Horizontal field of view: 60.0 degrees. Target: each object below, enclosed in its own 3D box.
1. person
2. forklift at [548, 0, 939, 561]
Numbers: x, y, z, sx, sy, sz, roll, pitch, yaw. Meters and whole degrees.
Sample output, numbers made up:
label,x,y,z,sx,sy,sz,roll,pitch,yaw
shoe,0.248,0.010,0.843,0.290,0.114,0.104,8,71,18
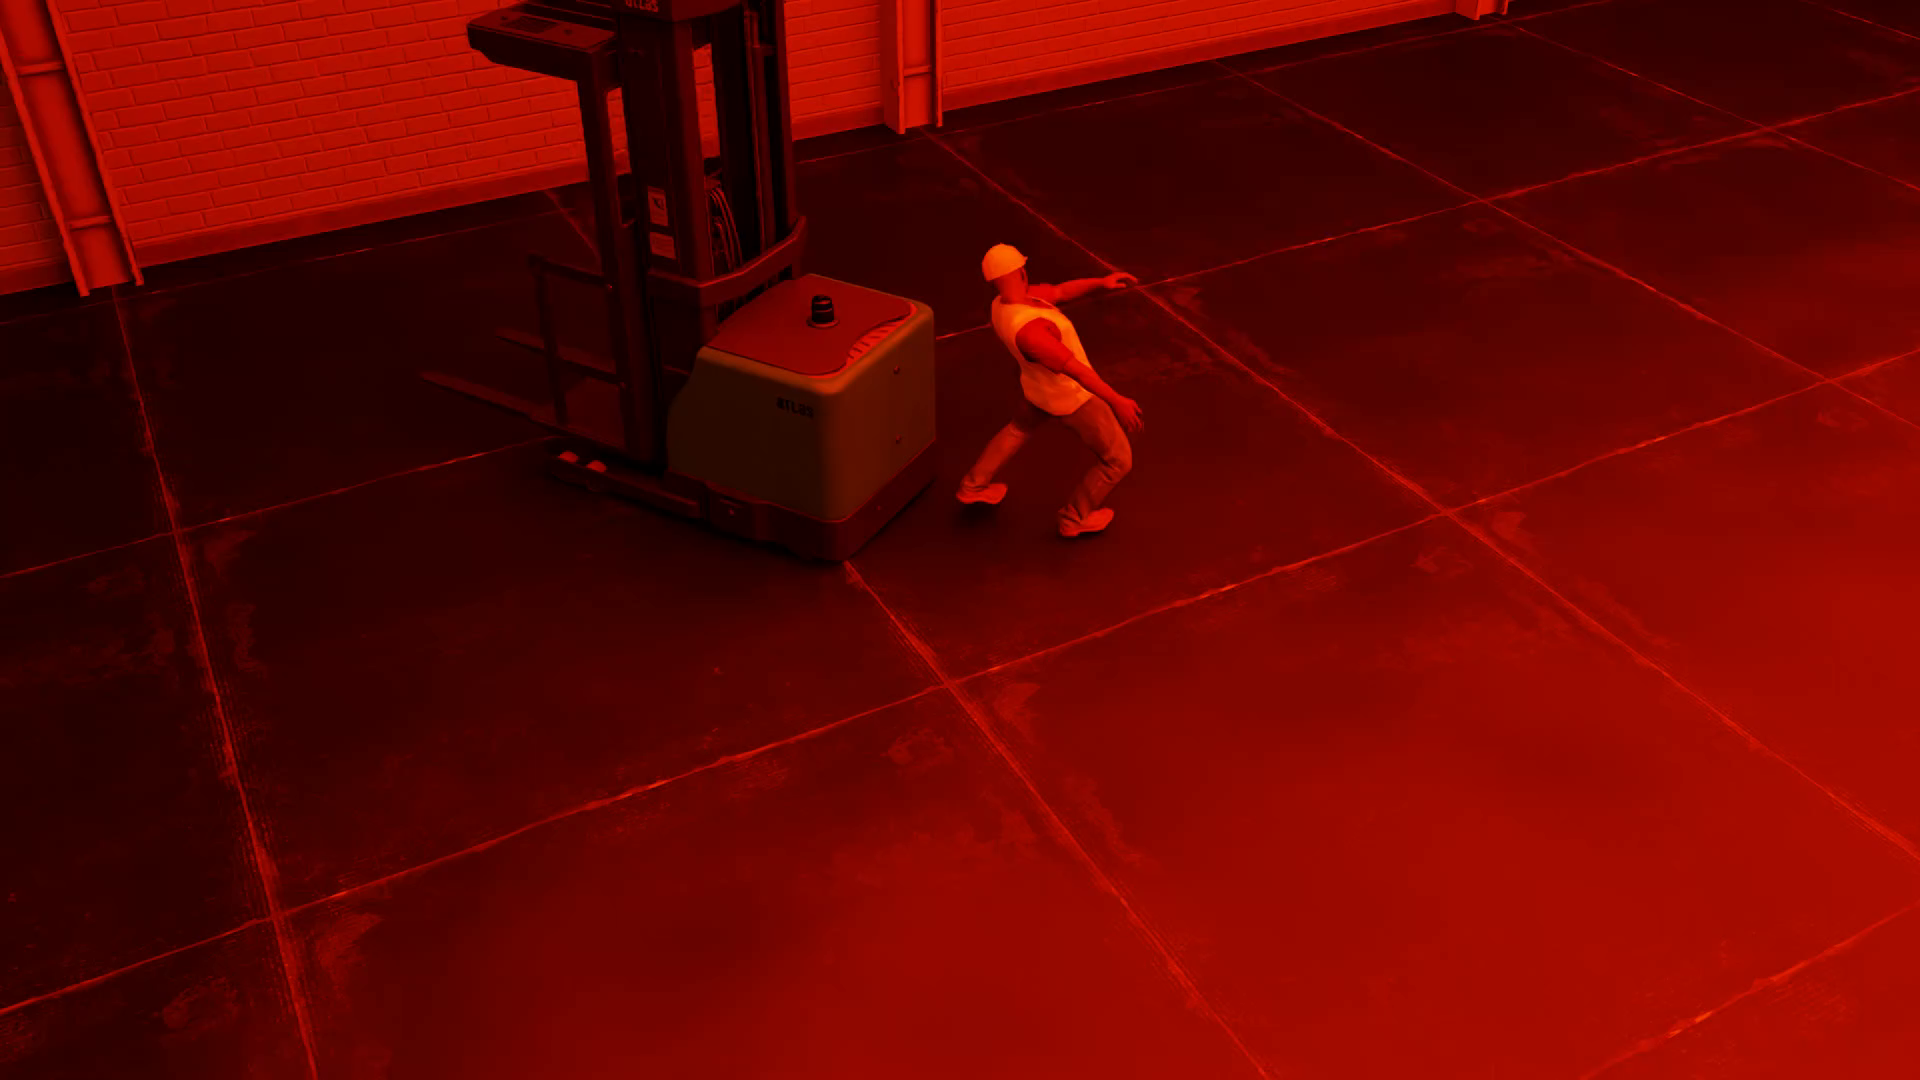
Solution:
label,x,y,z,sx,sy,sz,roll,pitch,yaw
person,0.555,-0.701,8.278,0.827,1.548,0.959,-22,41,-28
forklift,-1.179,-1.512,8.338,1.939,2.843,1.129,18,39,24
